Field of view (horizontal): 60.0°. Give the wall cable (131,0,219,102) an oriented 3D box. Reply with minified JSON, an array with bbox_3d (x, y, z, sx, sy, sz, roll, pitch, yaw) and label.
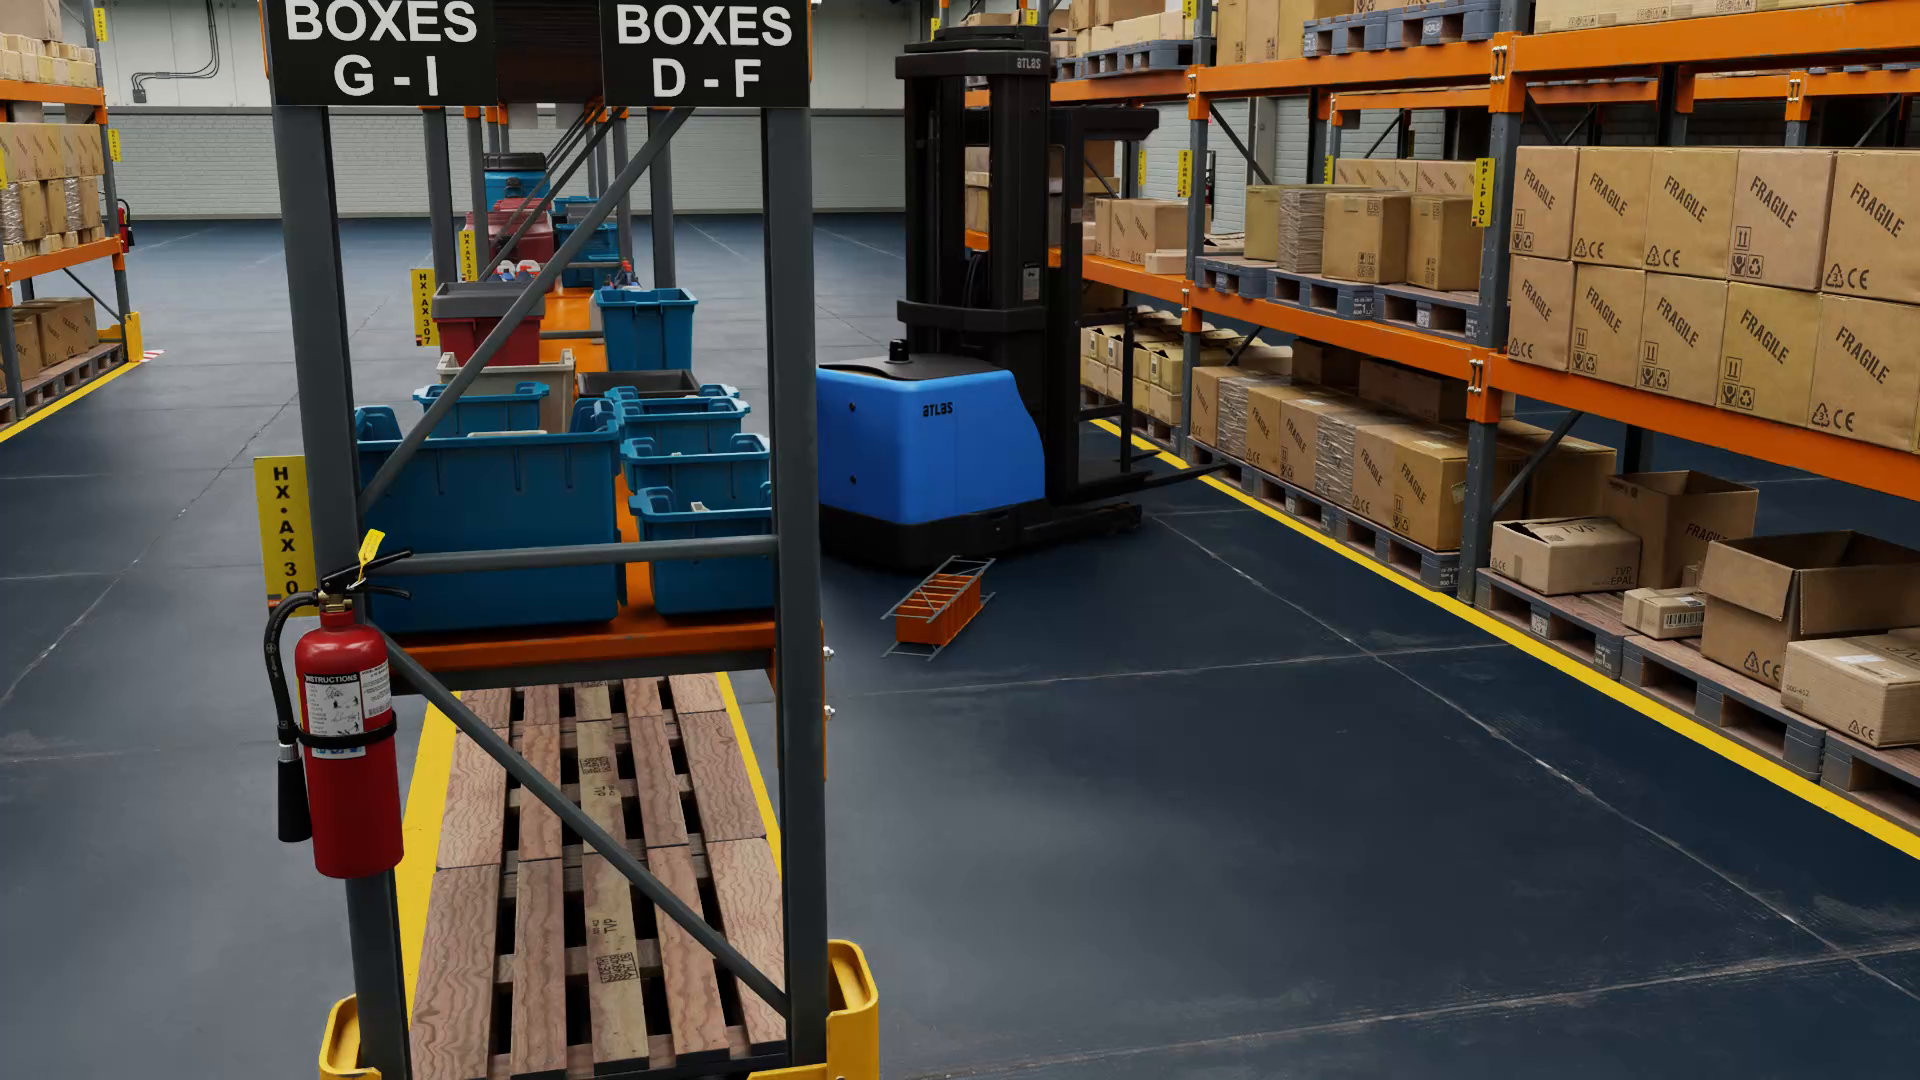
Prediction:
[{"bbox_3d":[-21.757,-15.100,45.609,2.305,6.003,0.169,-3,14,-13],"label":"wall cable"}]

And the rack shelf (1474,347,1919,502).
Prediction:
[{"bbox_3d":[3.551,-0.347,6.544,1.077,0.370,4.000,-3,14,-13],"label":"rack shelf"}]

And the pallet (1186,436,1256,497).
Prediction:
[{"bbox_3d":[2.280,-0.552,11.742,1.003,0.211,1.213,-3,14,-13],"label":"pallet"}]

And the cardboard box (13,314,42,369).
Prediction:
[{"bbox_3d":[-8.847,-1.807,15.386,0.500,0.500,0.500,-5,14,-18],"label":"cardboard box"}]

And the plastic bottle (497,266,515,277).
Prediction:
[{"bbox_3d":[-2.778,-1.521,10.093,0.152,0.276,0.135,-3,14,-13],"label":"plastic bottle"}]

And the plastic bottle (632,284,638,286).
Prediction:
[{"bbox_3d":[-1.746,-1.244,8.969,0.097,0.271,0.097,0,14,0],"label":"plastic bottle"}]

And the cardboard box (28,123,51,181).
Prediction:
[{"bbox_3d":[-8.522,-3.480,14.906,0.500,0.500,0.500,-3,14,-13],"label":"cardboard box"}]

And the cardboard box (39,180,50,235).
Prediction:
[{"bbox_3d":[-8.772,-2.980,14.966,0.875,0.500,0.500,-3,14,-13],"label":"cardboard box"}]

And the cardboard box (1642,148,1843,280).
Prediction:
[{"bbox_3d":[3.160,-1.330,6.735,0.500,0.500,0.500,-4,14,-15],"label":"cardboard box"}]

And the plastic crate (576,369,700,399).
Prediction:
[{"bbox_3d":[-1.211,-0.535,6.251,0.437,0.125,0.590,-3,14,-13],"label":"plastic crate"}]

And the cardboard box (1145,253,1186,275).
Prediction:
[{"bbox_3d":[1.662,-2.151,12.940,0.380,0.149,0.250,-3,14,-13],"label":"cardboard box"}]

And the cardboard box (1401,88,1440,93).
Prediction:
[{"bbox_3d":[5.276,-5.260,18.563,0.500,0.500,0.500,-2,14,-10],"label":"cardboard box"}]

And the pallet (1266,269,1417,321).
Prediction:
[{"bbox_3d":[2.603,-1.539,10.312,1.003,0.211,1.213,-3,14,-13],"label":"pallet"}]

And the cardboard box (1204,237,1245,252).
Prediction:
[{"bbox_3d":[2.099,-2.124,12.488,0.500,0.311,0.500,-2,14,-10],"label":"cardboard box"}]

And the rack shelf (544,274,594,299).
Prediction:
[{"bbox_3d":[-3.144,-1.918,12.972,1.077,0.370,4.000,-3,14,-13],"label":"rack shelf"}]

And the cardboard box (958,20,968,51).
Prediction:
[{"bbox_3d":[0.394,-5.573,18.700,0.797,0.503,0.637,-2,14,-9],"label":"cardboard box"}]

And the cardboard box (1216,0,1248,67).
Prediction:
[{"bbox_3d":[2.277,-3.488,11.352,0.910,0.500,0.500,-3,14,-13],"label":"cardboard box"}]

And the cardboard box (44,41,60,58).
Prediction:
[{"bbox_3d":[-8.700,-4.606,15.615,0.380,0.149,0.250,-4,14,-16],"label":"cardboard box"}]

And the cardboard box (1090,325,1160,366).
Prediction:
[{"bbox_3d":[1.419,-1.681,14.213,0.500,0.311,0.500,-3,14,-12],"label":"cardboard box"}]

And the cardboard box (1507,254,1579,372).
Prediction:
[{"bbox_3d":[2.936,-1.074,7.792,0.500,0.500,0.500,-3,14,-12],"label":"cardboard box"}]

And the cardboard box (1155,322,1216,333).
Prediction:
[{"bbox_3d":[1.934,-1.716,14.357,0.500,0.311,0.500,-3,14,-14],"label":"cardboard box"}]

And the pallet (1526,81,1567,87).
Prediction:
[{"bbox_3d":[6.058,-4.498,16.094,1.213,0.211,1.003,-3,14,-13],"label":"pallet"}]

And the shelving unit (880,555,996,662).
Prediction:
[{"bbox_3d":[-0.089,0.321,8.199,0.258,0.189,1.200,4,15,15],"label":"shelving unit"}]

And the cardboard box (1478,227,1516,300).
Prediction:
[{"bbox_3d":[3.187,-1.533,8.784,0.700,0.500,0.500,-9,16,-32],"label":"cardboard box"}]

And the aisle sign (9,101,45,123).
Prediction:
[{"bbox_3d":[-9.673,-4.636,17.104,0.394,0.787,0.004,-3,14,-13],"label":"aisle sign"}]

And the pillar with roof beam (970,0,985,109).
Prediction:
[{"bbox_3d":[-3.739,-12.301,41.317,9.100,9.000,0.400,-3,14,-13],"label":"pillar with roof beam"}]

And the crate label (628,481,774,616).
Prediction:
[{"bbox_3d":[-0.533,0.017,3.765,0.416,0.233,0.303,-3,14,-13],"label":"crate label"}]

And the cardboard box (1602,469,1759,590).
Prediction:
[{"bbox_3d":[3.491,-0.042,8.119,0.500,0.500,0.500,-3,14,-13],"label":"cardboard box"}]

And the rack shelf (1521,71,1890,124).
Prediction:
[{"bbox_3d":[6.486,-3.927,14.876,1.077,0.370,4.000,-3,14,-13],"label":"rack shelf"}]

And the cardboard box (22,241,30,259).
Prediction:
[{"bbox_3d":[-8.318,-2.511,14.415,0.380,0.149,0.250,-3,14,-13],"label":"cardboard box"}]

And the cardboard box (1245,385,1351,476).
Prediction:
[{"bbox_3d":[2.212,-0.723,10.906,0.500,0.500,0.500,-3,14,-14],"label":"cardboard box"}]

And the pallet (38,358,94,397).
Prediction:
[{"bbox_3d":[-8.910,-1.533,15.756,1.003,0.211,1.213,-3,14,-13],"label":"pallet"}]

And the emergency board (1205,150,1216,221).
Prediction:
[{"bbox_3d":[4.130,-6.047,28.356,0.194,1.169,0.643,-3,14,-13],"label":"emergency board"}]

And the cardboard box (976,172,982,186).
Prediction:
[{"bbox_3d":[0.390,-3.950,18.196,0.380,0.149,0.250,-4,14,-15],"label":"cardboard box"}]

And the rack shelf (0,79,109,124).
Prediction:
[{"bbox_3d":[-8.898,-4.022,15.263,1.077,0.370,4.000,-3,14,-13],"label":"rack shelf"}]

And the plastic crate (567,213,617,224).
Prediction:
[{"bbox_3d":[-2.756,-2.227,12.586,0.402,0.464,0.583,-3,14,-13],"label":"plastic crate"}]

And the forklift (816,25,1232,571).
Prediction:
[{"bbox_3d":[0.475,-1.528,10.007,3.031,2.935,1.130,-12,18,-41],"label":"forklift"}]

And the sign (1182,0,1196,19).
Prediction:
[{"bbox_3d":[1.600,-3.799,11.579,0.100,0.325,0.005,-3,14,-13],"label":"sign"}]

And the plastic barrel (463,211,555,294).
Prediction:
[{"bbox_3d":[-3.078,-1.962,11.351,0.600,0.536,0.708,-3,14,-13],"label":"plastic barrel"}]

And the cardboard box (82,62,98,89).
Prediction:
[{"bbox_3d":[-9.007,-4.662,16.686,0.500,0.250,0.500,-3,14,-12],"label":"cardboard box"}]

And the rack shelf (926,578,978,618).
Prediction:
[{"bbox_3d":[-0.044,0.283,8.353,0.258,0.180,0.103,4,15,15],"label":"rack shelf"}]

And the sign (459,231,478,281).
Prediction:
[{"bbox_3d":[-3.207,-1.853,10.846,0.100,0.325,0.005,-3,14,-13],"label":"sign"}]

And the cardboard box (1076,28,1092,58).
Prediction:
[{"bbox_3d":[1.338,-4.449,14.929,0.500,0.250,0.500,-2,14,-7],"label":"cardboard box"}]

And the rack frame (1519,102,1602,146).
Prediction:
[{"bbox_3d":[6.016,-3.281,17.035,1.000,3.000,0.127,-3,14,-13],"label":"rack frame"}]

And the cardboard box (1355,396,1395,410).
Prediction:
[{"bbox_3d":[2.840,-0.638,10.556,0.500,0.500,0.500,-4,14,-15],"label":"cardboard box"}]

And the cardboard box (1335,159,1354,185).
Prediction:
[{"bbox_3d":[4.897,-4.378,20.219,0.500,0.500,0.500,-3,14,-13],"label":"cardboard box"}]

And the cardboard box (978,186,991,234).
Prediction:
[{"bbox_3d":[0.599,-3.631,18.258,0.700,0.500,0.500,-3,14,-13],"label":"cardboard box"}]

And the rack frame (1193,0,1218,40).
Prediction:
[{"bbox_3d":[2.142,-4.995,11.412,1.000,3.000,0.127,-3,14,-13],"label":"rack frame"}]

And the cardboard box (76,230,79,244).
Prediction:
[{"bbox_3d":[-8.871,-2.968,16.284,0.380,0.149,0.250,-3,14,-13],"label":"cardboard box"}]

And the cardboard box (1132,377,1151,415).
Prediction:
[{"bbox_3d":[1.657,-1.176,13.328,0.500,0.250,0.500,-3,14,-14],"label":"cardboard box"}]
